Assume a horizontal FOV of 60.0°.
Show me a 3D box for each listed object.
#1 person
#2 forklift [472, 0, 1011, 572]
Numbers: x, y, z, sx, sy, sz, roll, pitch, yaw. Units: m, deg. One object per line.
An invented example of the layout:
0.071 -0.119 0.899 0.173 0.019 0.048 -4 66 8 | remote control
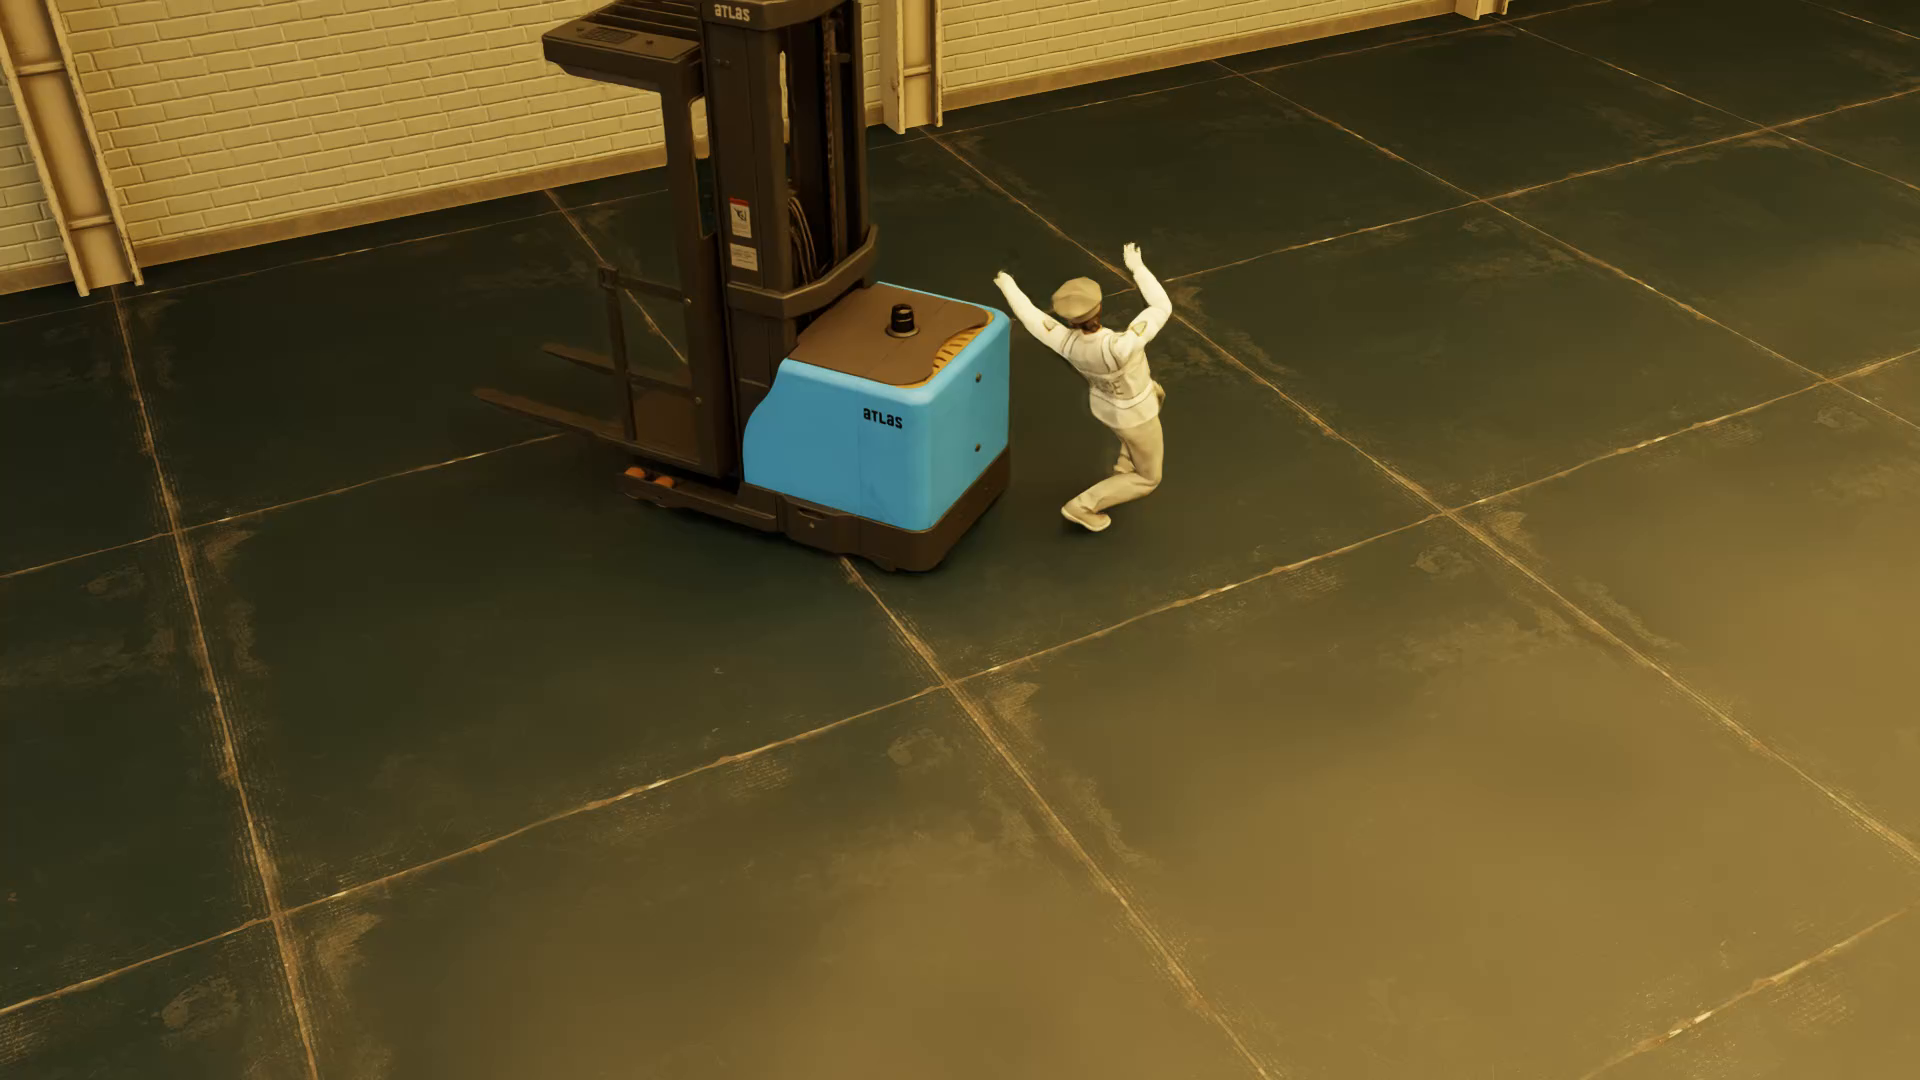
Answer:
0.689 -0.876 8.629 0.826 1.522 1.015 -23 41 -29 | person
-1.278 -1.623 8.419 3.031 2.935 1.130 16 38 22 | forklift
